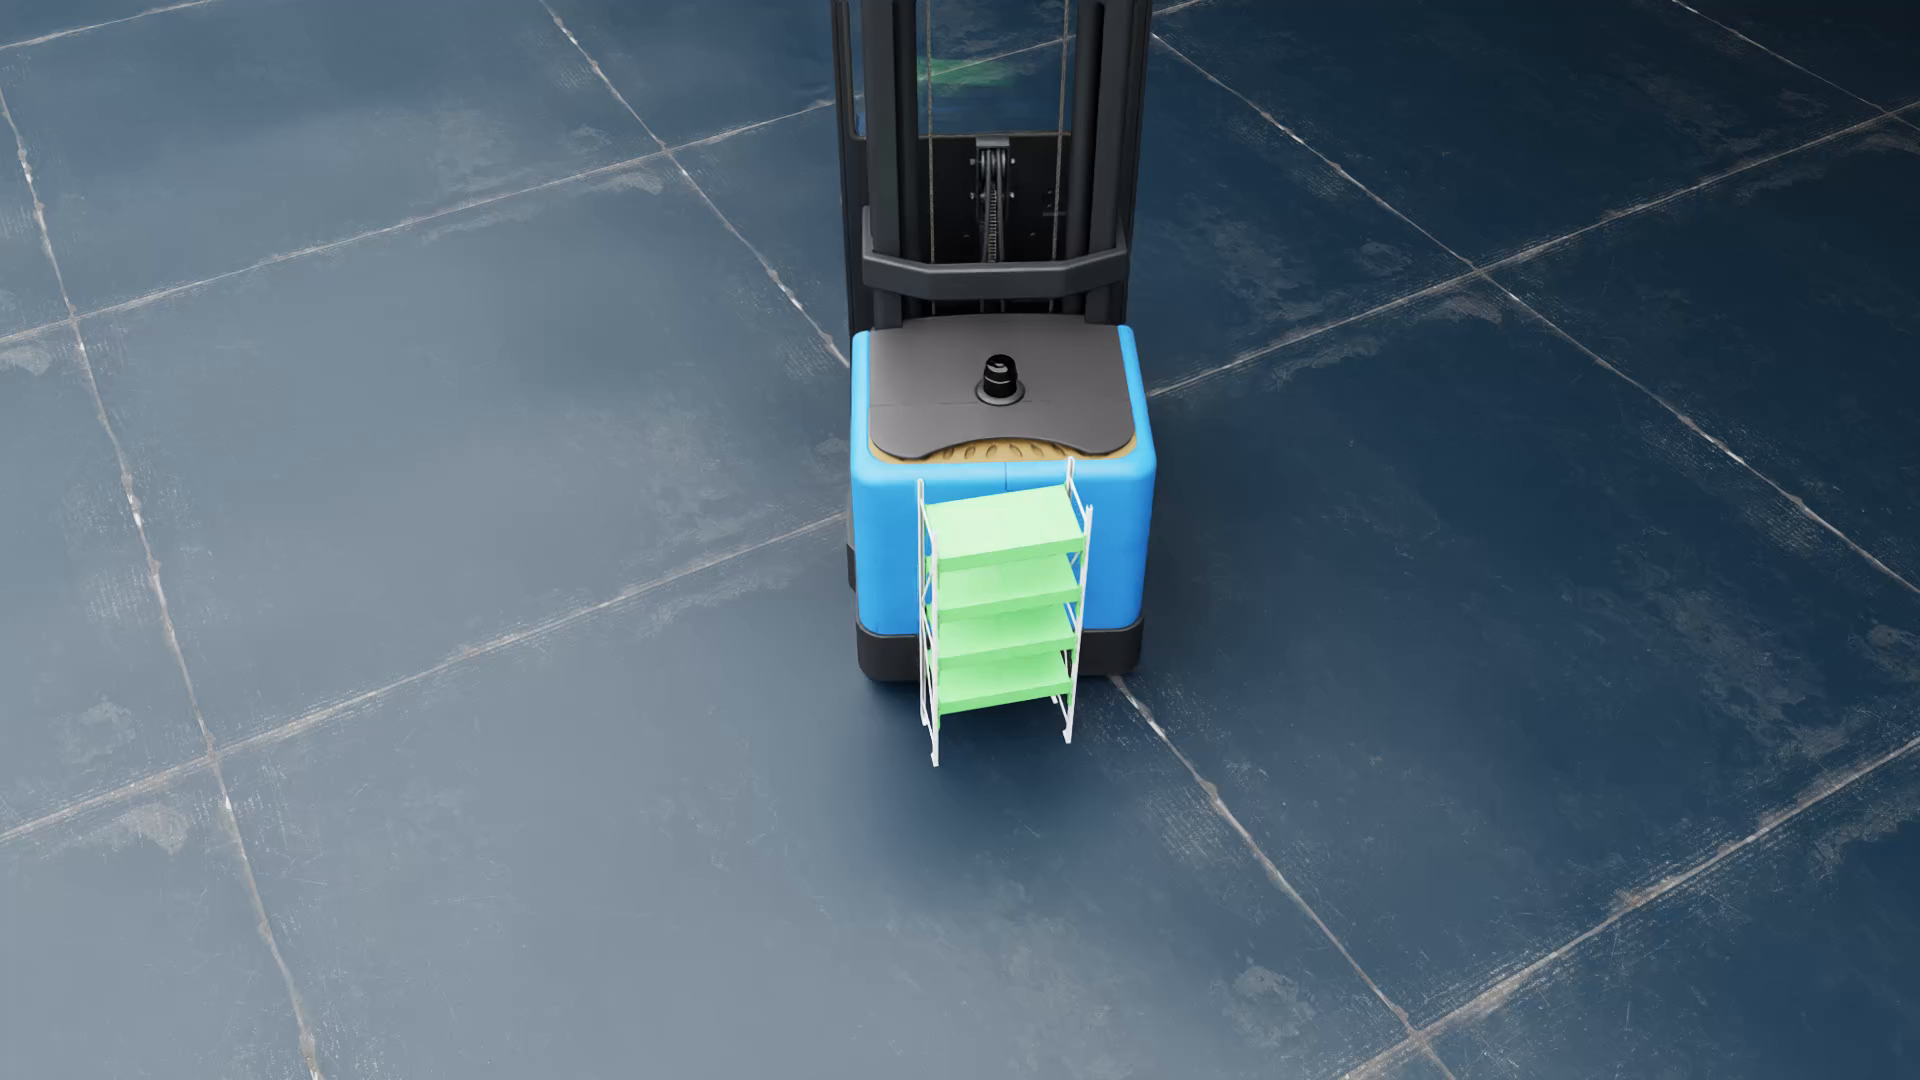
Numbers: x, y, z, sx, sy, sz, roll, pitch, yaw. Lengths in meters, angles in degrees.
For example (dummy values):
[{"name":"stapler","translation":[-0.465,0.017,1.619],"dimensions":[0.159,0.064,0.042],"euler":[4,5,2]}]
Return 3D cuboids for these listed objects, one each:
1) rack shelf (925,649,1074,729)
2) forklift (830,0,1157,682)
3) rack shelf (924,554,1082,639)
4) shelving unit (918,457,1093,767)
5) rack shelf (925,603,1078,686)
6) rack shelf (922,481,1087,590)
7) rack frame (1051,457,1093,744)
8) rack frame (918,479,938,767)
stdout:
[{"name":"rack shelf","translation":[0.131,0.481,5.822],"dimensions":[0.480,0.148,0.258],"euler":[-9,47,-9]},{"name":"forklift","translation":[0.095,-1.545,6.237],"dimensions":[1.130,2.935,3.031],"euler":[-2,44,-2]},{"name":"rack shelf","translation":[0.135,0.150,5.474],"dimensions":[0.480,0.148,0.258],"euler":[-9,47,-9]},{"name":"shelving unit","translation":[0.133,0.271,5.602],"dimensions":[0.503,1.200,0.258],"euler":[-9,47,-9]},{"name":"rack shelf","translation":[0.133,0.315,5.648],"dimensions":[0.480,0.148,0.258],"euler":[-9,47,-9]},{"name":"rack shelf","translation":[0.137,-0.016,5.300],"dimensions":[0.480,0.148,0.258],"euler":[-9,47,-9]},{"name":"rack frame","translation":[0.372,0.235,5.639],"dimensions":[0.015,1.200,0.240],"euler":[-9,47,-9]},{"name":"rack frame","translation":[-0.105,0.308,5.564],"dimensions":[0.015,1.200,0.240],"euler":[-9,47,-9]}]
